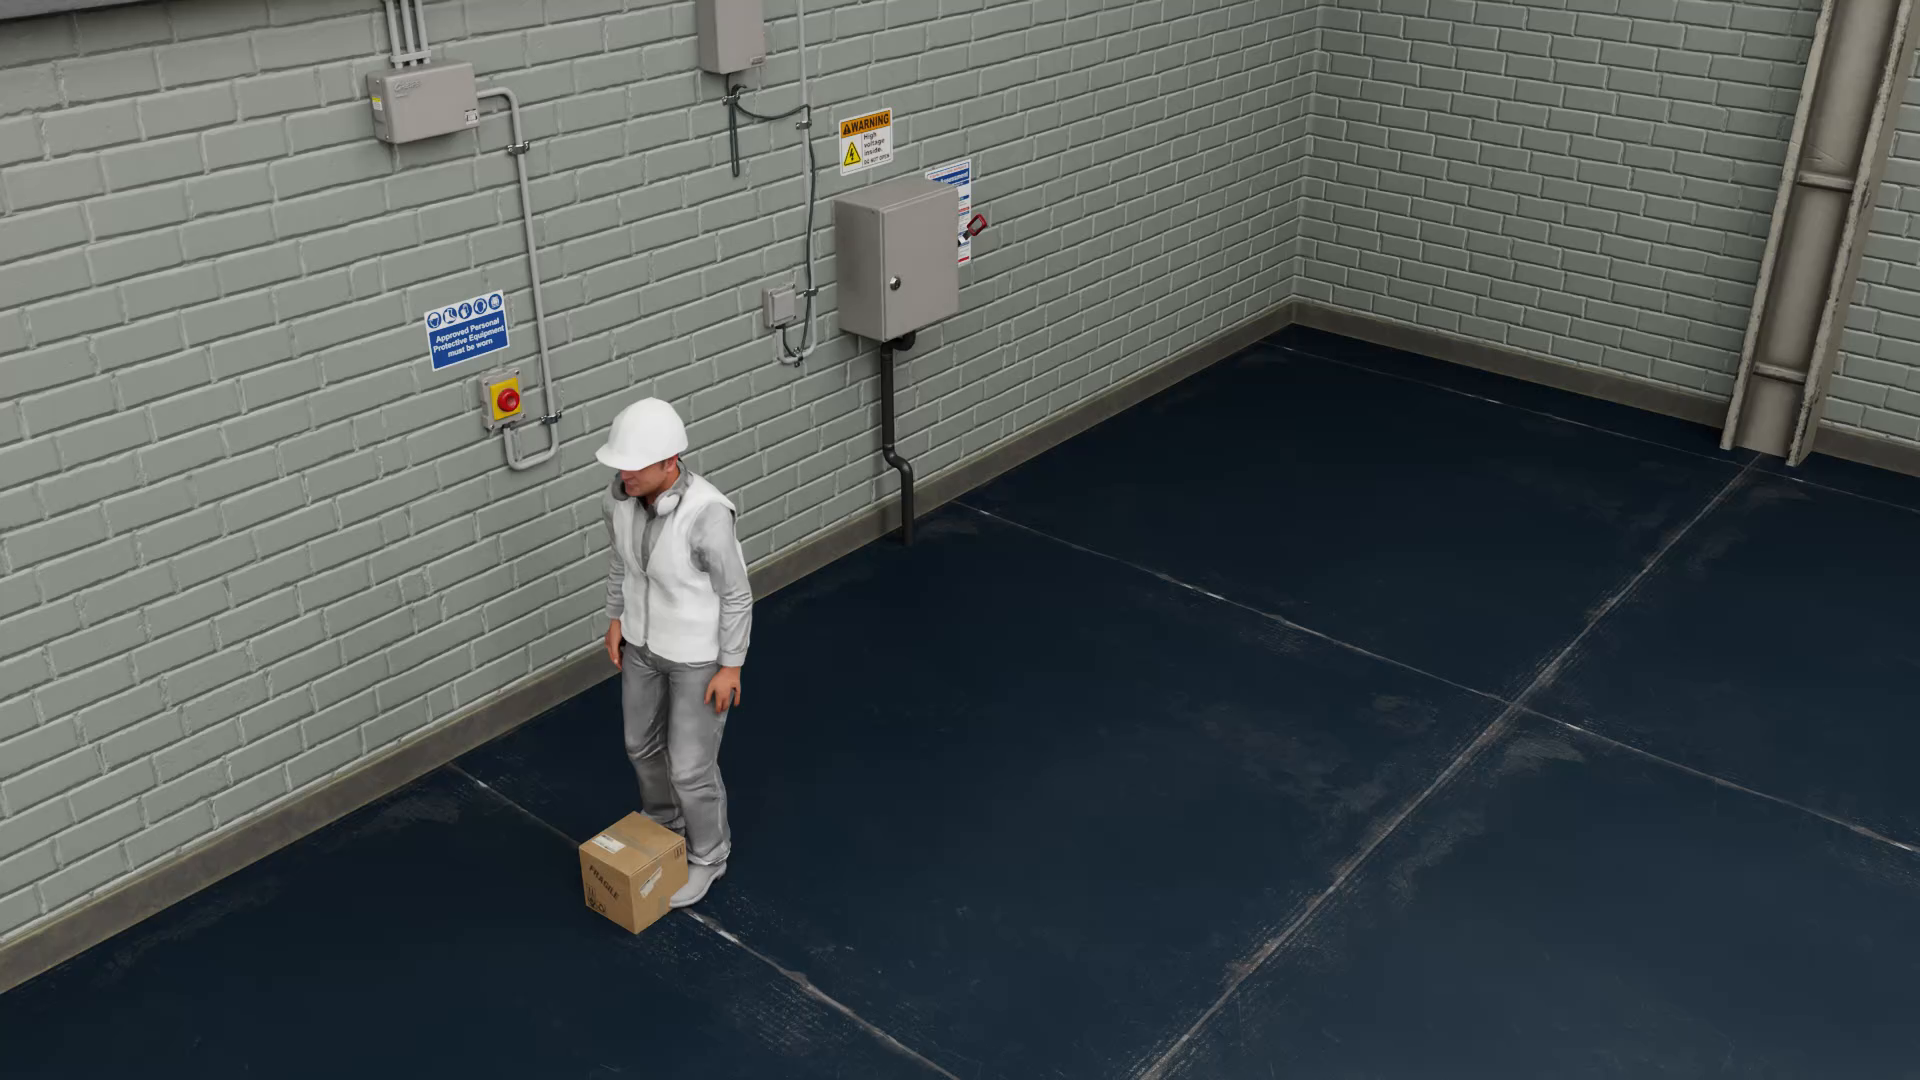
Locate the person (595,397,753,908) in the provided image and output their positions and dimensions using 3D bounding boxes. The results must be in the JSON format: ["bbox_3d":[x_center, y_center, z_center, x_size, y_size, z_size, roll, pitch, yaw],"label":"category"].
[{"bbox_3d":[-0.931,0.347,5.416,0.583,1.770,0.475,19,33,32],"label":"person"}]
